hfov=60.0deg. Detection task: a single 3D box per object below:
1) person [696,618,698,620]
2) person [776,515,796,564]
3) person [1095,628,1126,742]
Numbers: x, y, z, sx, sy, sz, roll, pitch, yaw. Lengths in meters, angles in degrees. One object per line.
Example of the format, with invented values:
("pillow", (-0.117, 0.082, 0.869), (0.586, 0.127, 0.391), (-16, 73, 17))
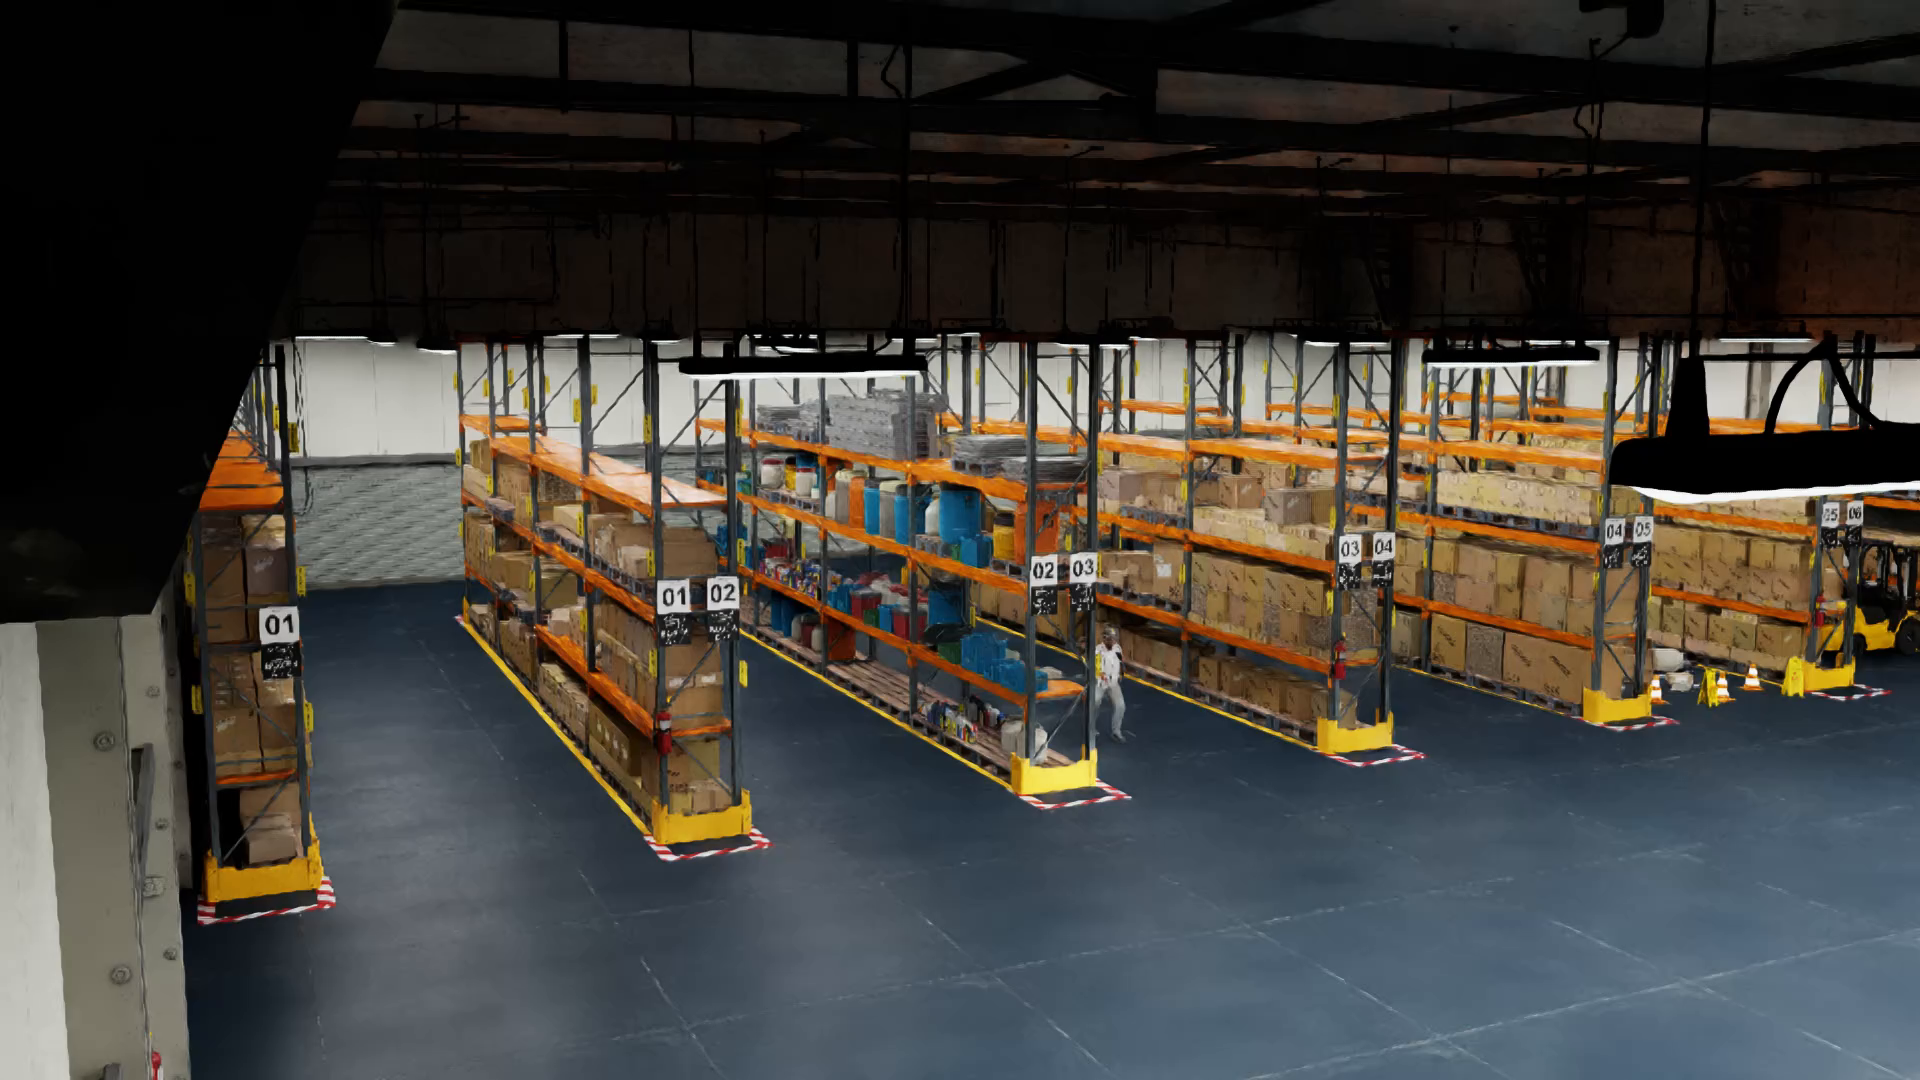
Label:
("person", (-5.127, 1.307, 31.033), (0.577, 1.691, 1.121), (-3, 8, -22))
("person", (-4.303, -0.079, 41.684), (0.598, 1.619, 0.507), (-4, 9, -26))
("person", (2.193, 2.134, 24.956), (0.686, 1.709, 0.867), (-3, 8, -19))
